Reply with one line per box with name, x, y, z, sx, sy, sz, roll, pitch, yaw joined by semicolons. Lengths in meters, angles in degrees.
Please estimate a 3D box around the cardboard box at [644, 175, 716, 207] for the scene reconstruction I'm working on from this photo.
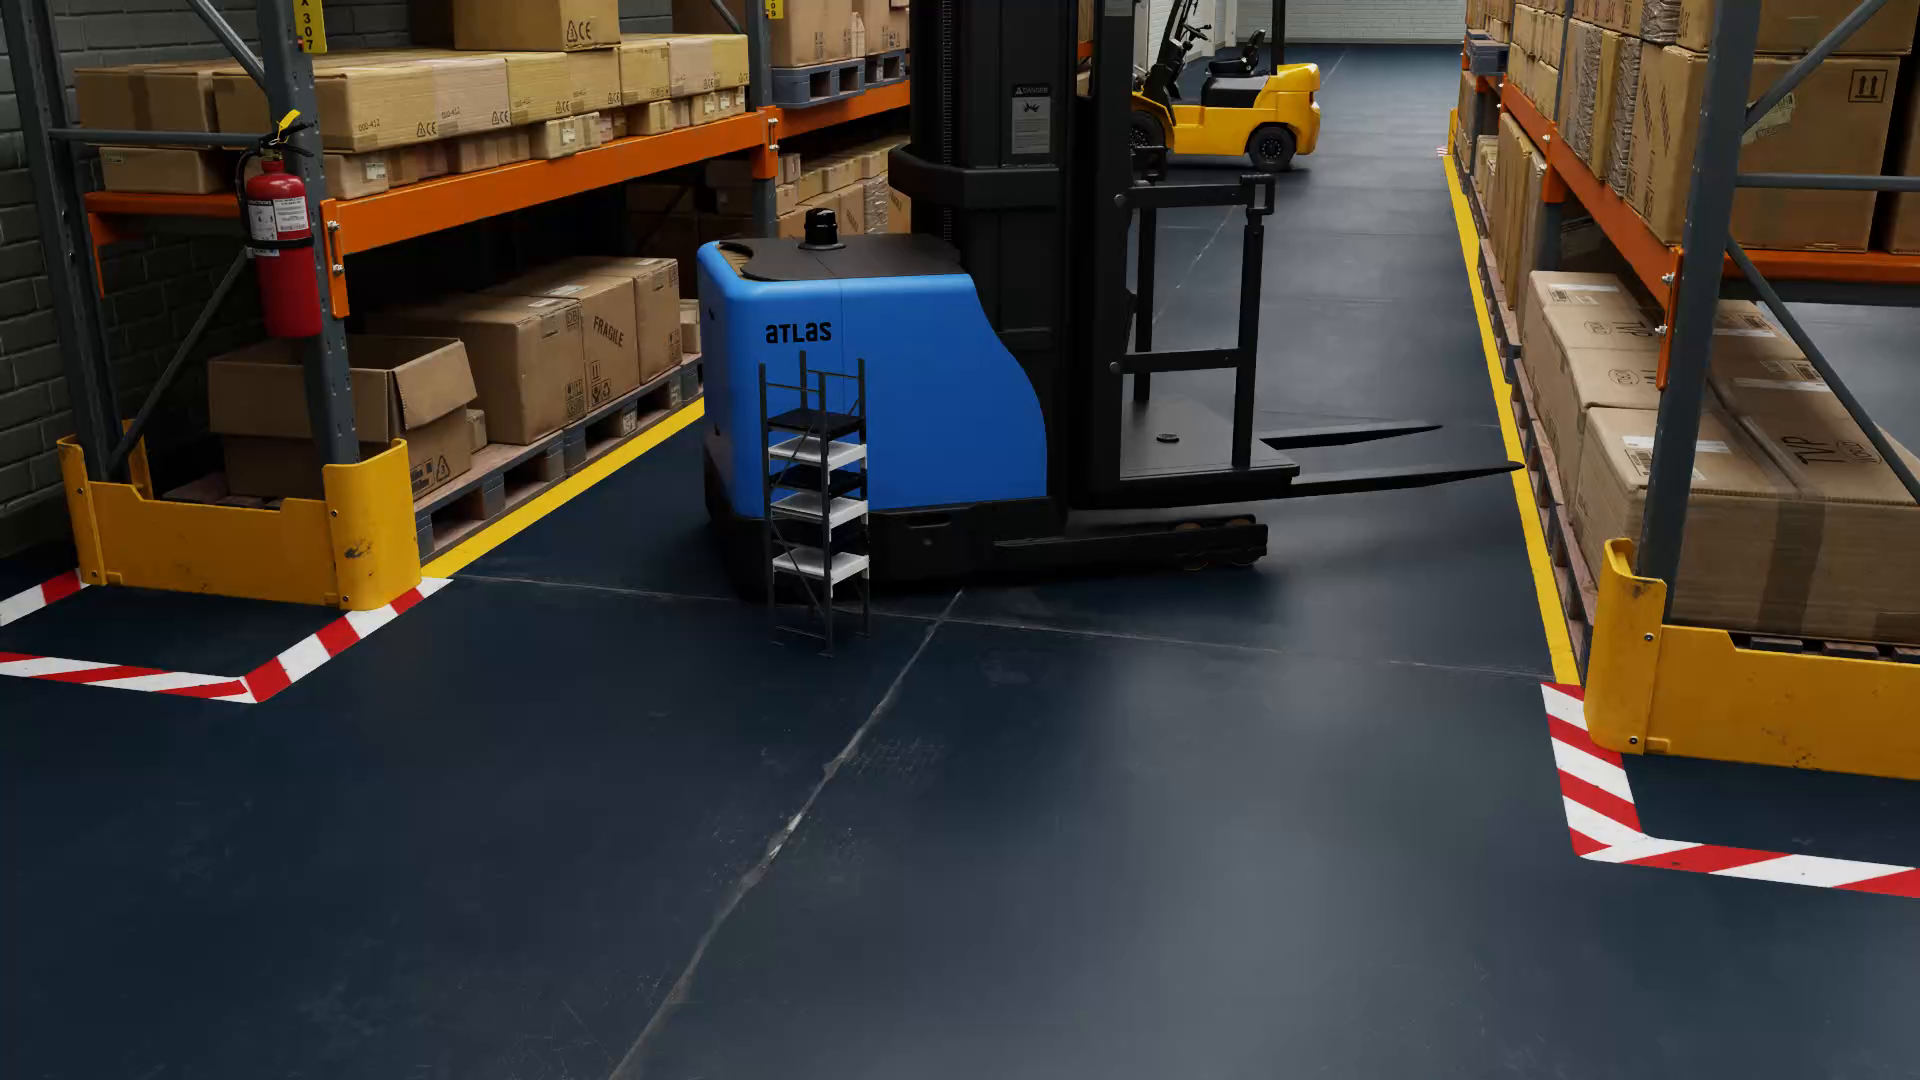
cardboard box;-1.631;-2.053;9.771;0.380;0.149;0.250;5;19;13

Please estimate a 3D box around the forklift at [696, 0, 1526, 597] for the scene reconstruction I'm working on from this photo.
forklift;0.604;-1.438;5.863;3.031;2.935;1.130;-5;19;-14

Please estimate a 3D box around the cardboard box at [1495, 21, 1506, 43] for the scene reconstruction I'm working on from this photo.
cardboard box;4.156;-3.745;12.251;0.380;0.149;0.250;4;19;13

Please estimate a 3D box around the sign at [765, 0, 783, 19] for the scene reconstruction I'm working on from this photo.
sign;-0.973;-2.878;8.634;0.100;0.325;0.005;5;19;13

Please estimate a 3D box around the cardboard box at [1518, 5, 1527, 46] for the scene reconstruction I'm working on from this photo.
cardboard box;3.800;-3.236;10.480;0.500;0.250;0.500;5;20;15

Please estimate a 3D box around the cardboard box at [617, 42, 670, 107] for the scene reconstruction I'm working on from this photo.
cardboard box;-1.631;-2.086;7.427;0.500;0.250;0.500;5;19;13

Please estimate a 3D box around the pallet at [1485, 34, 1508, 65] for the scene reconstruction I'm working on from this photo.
pallet;4.735;-3.905;13.276;1.003;0.211;1.213;5;19;13

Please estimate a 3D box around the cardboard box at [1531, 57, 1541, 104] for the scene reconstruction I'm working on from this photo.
cardboard box;3.446;-2.524;9.168;0.500;0.250;0.500;4;19;12

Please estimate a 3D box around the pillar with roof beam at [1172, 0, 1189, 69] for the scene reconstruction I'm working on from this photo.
pillar with roof beam;8.960;-14.264;34.026;9.100;9.000;0.400;5;19;13

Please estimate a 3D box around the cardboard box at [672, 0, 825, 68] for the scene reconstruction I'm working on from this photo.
cardboard box;-1.166;-2.889;9.201;0.700;0.500;0.500;5;20;15

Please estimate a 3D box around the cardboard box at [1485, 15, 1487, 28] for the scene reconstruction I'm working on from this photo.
cardboard box;4.827;-4.557;14.628;0.380;0.149;0.250;5;19;14

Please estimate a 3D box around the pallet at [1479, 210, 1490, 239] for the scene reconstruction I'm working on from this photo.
pallet;4.483;-2.297;12.586;1.003;0.211;1.213;5;19;13

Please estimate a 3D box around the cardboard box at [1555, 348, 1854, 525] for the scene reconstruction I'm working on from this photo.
cardboard box;2.616;-0.353;5.894;0.875;0.438;0.875;5;20;15

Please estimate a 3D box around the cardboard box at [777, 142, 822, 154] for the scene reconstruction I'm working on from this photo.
cardboard box;-1.183;-2.703;11.675;0.380;0.149;0.250;4;19;11

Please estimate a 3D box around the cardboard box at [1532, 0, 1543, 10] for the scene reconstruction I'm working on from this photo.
cardboard box;3.553;-3.282;9.454;0.500;0.500;0.500;5;19;14

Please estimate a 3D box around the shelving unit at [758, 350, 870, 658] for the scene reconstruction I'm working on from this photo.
shelving unit;-0.443;-0.111;5.119;0.258;0.900;0.210;11;22;29

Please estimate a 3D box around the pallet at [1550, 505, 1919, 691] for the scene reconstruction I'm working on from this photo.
pallet;2.456;0.198;5.280;1.003;0.211;1.213;5;19;13

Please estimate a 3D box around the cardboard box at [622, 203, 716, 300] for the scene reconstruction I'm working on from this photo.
cardboard box;-1.667;-1.702;9.747;0.500;0.500;0.500;5;19;13

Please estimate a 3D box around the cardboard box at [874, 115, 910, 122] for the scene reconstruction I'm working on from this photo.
cardboard box;-0.206;-3.237;14.050;0.875;0.625;0.625;5;20;15

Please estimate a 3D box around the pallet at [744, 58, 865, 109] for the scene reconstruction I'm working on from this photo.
pallet;-1.200;-2.660;9.631;1.003;0.211;1.213;5;19;13

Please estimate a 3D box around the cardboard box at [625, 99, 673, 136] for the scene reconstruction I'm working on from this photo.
cardboard box;-1.542;-1.941;7.619;0.380;0.149;0.250;4;19;13

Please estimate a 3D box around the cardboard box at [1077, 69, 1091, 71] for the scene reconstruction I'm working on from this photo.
cardboard box;1.389;-5.152;18.689;0.500;0.250;0.500;5;19;14

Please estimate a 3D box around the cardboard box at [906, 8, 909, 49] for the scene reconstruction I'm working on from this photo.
cardboard box;-0.467;-3.534;11.476;0.500;0.250;0.500;4;19;11

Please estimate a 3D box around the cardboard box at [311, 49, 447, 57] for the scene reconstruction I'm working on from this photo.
cardboard box;-2.370;-1.807;6.608;0.500;0.250;0.500;5;20;15

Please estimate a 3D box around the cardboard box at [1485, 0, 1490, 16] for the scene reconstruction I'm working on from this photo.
cardboard box;4.620;-4.577;13.683;0.500;0.500;0.500;5;19;13

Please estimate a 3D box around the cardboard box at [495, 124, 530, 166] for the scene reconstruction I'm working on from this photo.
cardboard box;-1.903;-1.544;6.457;0.380;0.149;0.250;5;19;14

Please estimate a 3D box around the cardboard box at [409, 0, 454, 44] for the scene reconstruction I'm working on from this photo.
cardboard box;-2.122;-2.488;7.442;0.500;0.500;0.500;4;19;12

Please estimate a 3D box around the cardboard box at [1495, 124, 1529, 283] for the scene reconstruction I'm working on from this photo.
cardboard box;3.820;-2.076;10.262;0.875;0.875;0.875;5;19;14

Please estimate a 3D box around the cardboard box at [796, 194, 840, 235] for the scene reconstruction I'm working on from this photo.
cardboard box;-1.044;-1.826;10.111;0.500;0.500;0.500;4;19;13

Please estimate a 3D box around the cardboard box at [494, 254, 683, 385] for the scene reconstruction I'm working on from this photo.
cardboard box;-1.736;-1.045;7.825;0.700;0.500;0.500;4;19;11

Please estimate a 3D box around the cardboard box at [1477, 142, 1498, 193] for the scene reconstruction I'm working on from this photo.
cardboard box;4.970;-3.191;14.304;0.950;0.372;0.625;6;20;17

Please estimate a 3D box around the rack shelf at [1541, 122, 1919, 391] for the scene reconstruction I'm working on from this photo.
rack shelf;2.825;-1.151;6.029;1.077;0.370;4.000;5;19;13

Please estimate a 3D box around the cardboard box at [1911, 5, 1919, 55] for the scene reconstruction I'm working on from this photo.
cardboard box;2.730;-1.513;4.274;0.500;0.500;0.500;4;19;12

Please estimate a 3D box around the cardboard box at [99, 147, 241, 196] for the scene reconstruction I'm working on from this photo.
cardboard box;-2.657;-1.261;5.629;0.380;0.149;0.250;4;19;13

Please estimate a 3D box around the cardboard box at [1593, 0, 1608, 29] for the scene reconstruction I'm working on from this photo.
cardboard box;2.697;-2.191;6.260;0.500;0.500;0.500;5;19;14

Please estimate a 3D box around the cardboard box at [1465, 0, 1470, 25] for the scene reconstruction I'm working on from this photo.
cardboard box;5.861;-5.941;18.325;0.500;0.500;0.500;4;19;13

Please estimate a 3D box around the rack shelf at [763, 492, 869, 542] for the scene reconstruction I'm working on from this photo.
rack shelf;-0.443;-0.079;5.130;0.258;0.077;0.200;11;22;29

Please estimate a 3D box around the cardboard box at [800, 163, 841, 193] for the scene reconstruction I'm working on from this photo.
cardboard box;-0.960;-2.260;10.377;0.380;0.149;0.250;5;19;13

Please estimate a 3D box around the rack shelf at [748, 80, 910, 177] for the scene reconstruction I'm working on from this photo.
rack shelf;-1.012;-2.795;10.844;1.077;0.370;4.000;5;19;13

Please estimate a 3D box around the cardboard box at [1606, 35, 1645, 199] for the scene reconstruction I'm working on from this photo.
cardboard box;2.451;-1.402;5.497;0.500;0.500;0.500;5;20;15

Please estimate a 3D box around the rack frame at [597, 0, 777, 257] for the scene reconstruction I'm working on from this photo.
rack frame;-1.501;-2.509;8.892;1.000;3.000;0.127;5;19;13

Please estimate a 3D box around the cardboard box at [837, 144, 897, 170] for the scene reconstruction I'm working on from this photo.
cardboard box;-0.651;-2.664;11.562;0.380;0.149;0.250;5;20;15

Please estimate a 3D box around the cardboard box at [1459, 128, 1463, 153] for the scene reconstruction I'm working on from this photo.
cardboard box;5.527;-4.214;17.490;0.500;0.250;0.500;6;20;17

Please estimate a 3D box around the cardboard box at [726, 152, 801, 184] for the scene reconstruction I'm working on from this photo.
cardboard box;-1.138;-2.149;9.593;0.380;0.149;0.250;4;19;11

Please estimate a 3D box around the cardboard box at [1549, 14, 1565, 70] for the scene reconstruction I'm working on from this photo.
cardboard box;3.185;-2.441;8.152;0.500;0.250;0.500;5;19;13

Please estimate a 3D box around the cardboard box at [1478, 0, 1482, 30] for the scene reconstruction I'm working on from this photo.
cardboard box;5.255;-5.134;15.964;0.500;0.500;0.500;5;20;15

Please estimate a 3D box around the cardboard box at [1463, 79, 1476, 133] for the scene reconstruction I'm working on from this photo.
cardboard box;5.399;-4.404;16.885;0.500;0.500;0.500;6;20;16

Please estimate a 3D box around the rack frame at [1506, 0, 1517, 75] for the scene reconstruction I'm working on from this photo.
rack frame;4.291;-3.372;11.419;1.000;3.000;0.127;5;19;13
